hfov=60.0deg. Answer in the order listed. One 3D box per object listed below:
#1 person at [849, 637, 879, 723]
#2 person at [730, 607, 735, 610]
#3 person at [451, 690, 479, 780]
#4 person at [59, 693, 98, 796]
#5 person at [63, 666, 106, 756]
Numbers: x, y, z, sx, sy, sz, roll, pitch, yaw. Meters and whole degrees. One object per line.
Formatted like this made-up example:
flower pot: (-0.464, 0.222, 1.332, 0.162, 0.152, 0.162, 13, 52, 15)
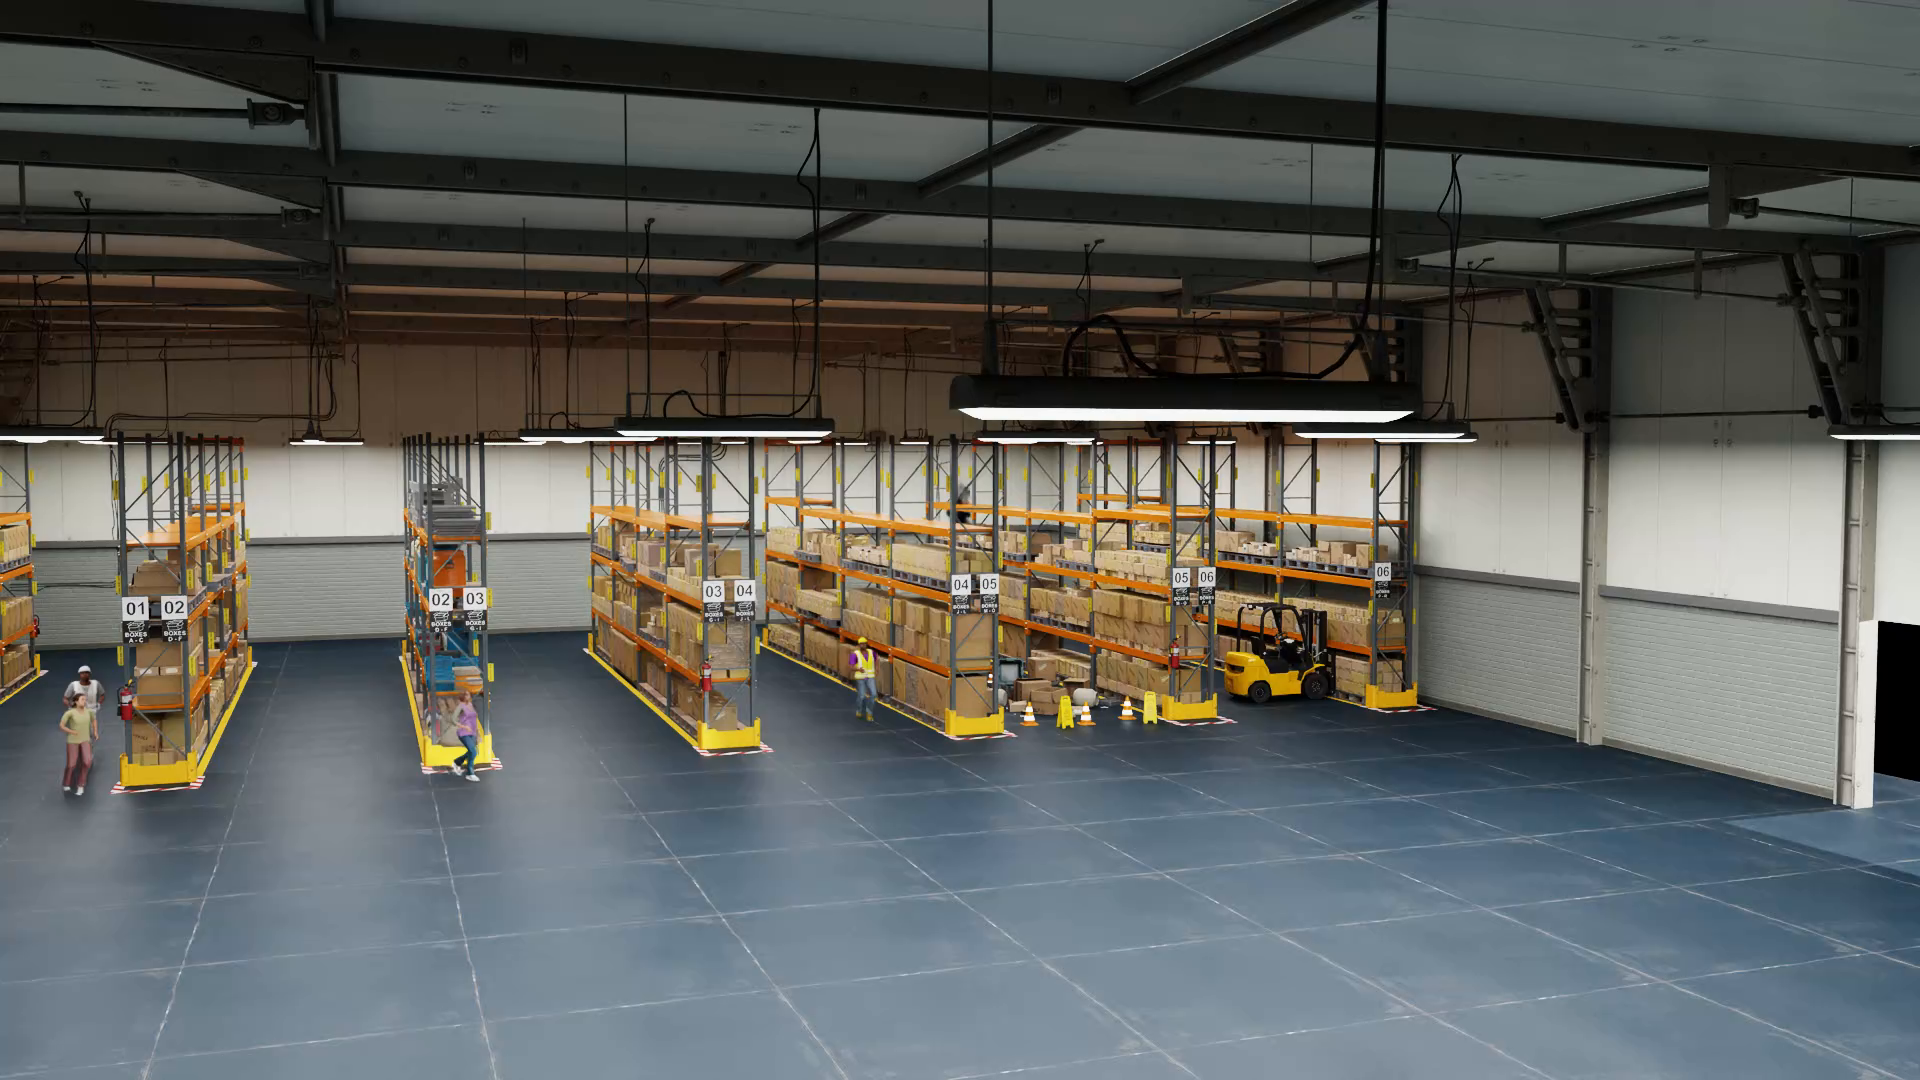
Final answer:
person: (-1.989, 2.930, 34.900, 0.707, 1.794, 0.741, -1, 3, -19)
person: (-6.679, 2.238, 48.173, 0.626, 1.678, 0.678, 2, 4, 33)
person: (-8.552, 3.374, 28.695, 0.547, 1.572, 0.558, 1, 3, 15)
person: (-14.583, 3.376, 27.565, 0.650, 1.680, 0.642, 3, 4, 43)
person: (-15.922, 3.169, 30.288, 0.702, 1.755, 0.747, -2, 4, -33)
